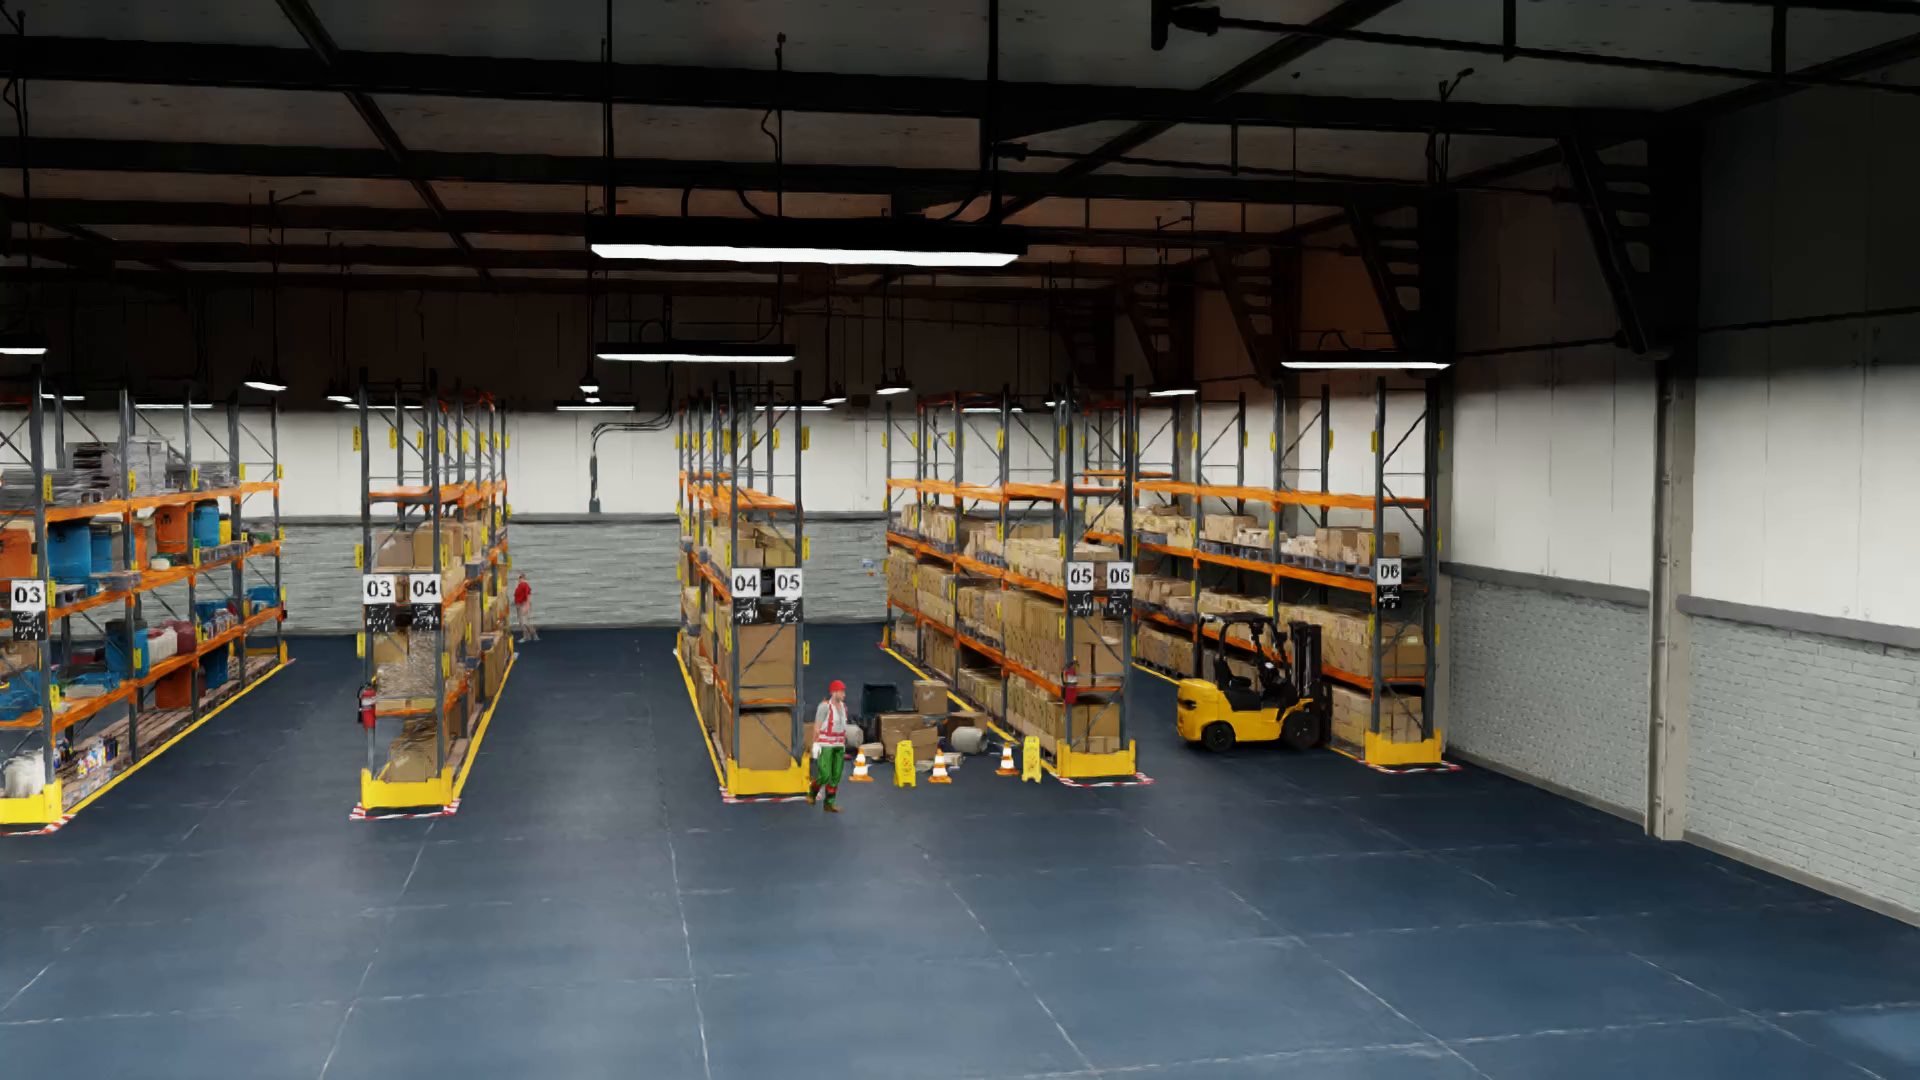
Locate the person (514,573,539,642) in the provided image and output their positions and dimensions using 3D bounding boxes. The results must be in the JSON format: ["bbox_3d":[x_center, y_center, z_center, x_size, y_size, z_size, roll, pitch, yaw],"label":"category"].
[{"bbox_3d":[-10.805,1.675,41.292,0.467,1.717,0.633,-3,5,-42],"label":"person"}]

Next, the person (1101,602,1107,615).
[{"bbox_3d":[3.800,1.676,42.739,0.639,1.575,0.443,-2,4,-35],"label":"person"}]

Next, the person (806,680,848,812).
[{"bbox_3d":[-1.789,2.777,22.502,0.572,1.780,0.589,3,5,43],"label":"person"}]
